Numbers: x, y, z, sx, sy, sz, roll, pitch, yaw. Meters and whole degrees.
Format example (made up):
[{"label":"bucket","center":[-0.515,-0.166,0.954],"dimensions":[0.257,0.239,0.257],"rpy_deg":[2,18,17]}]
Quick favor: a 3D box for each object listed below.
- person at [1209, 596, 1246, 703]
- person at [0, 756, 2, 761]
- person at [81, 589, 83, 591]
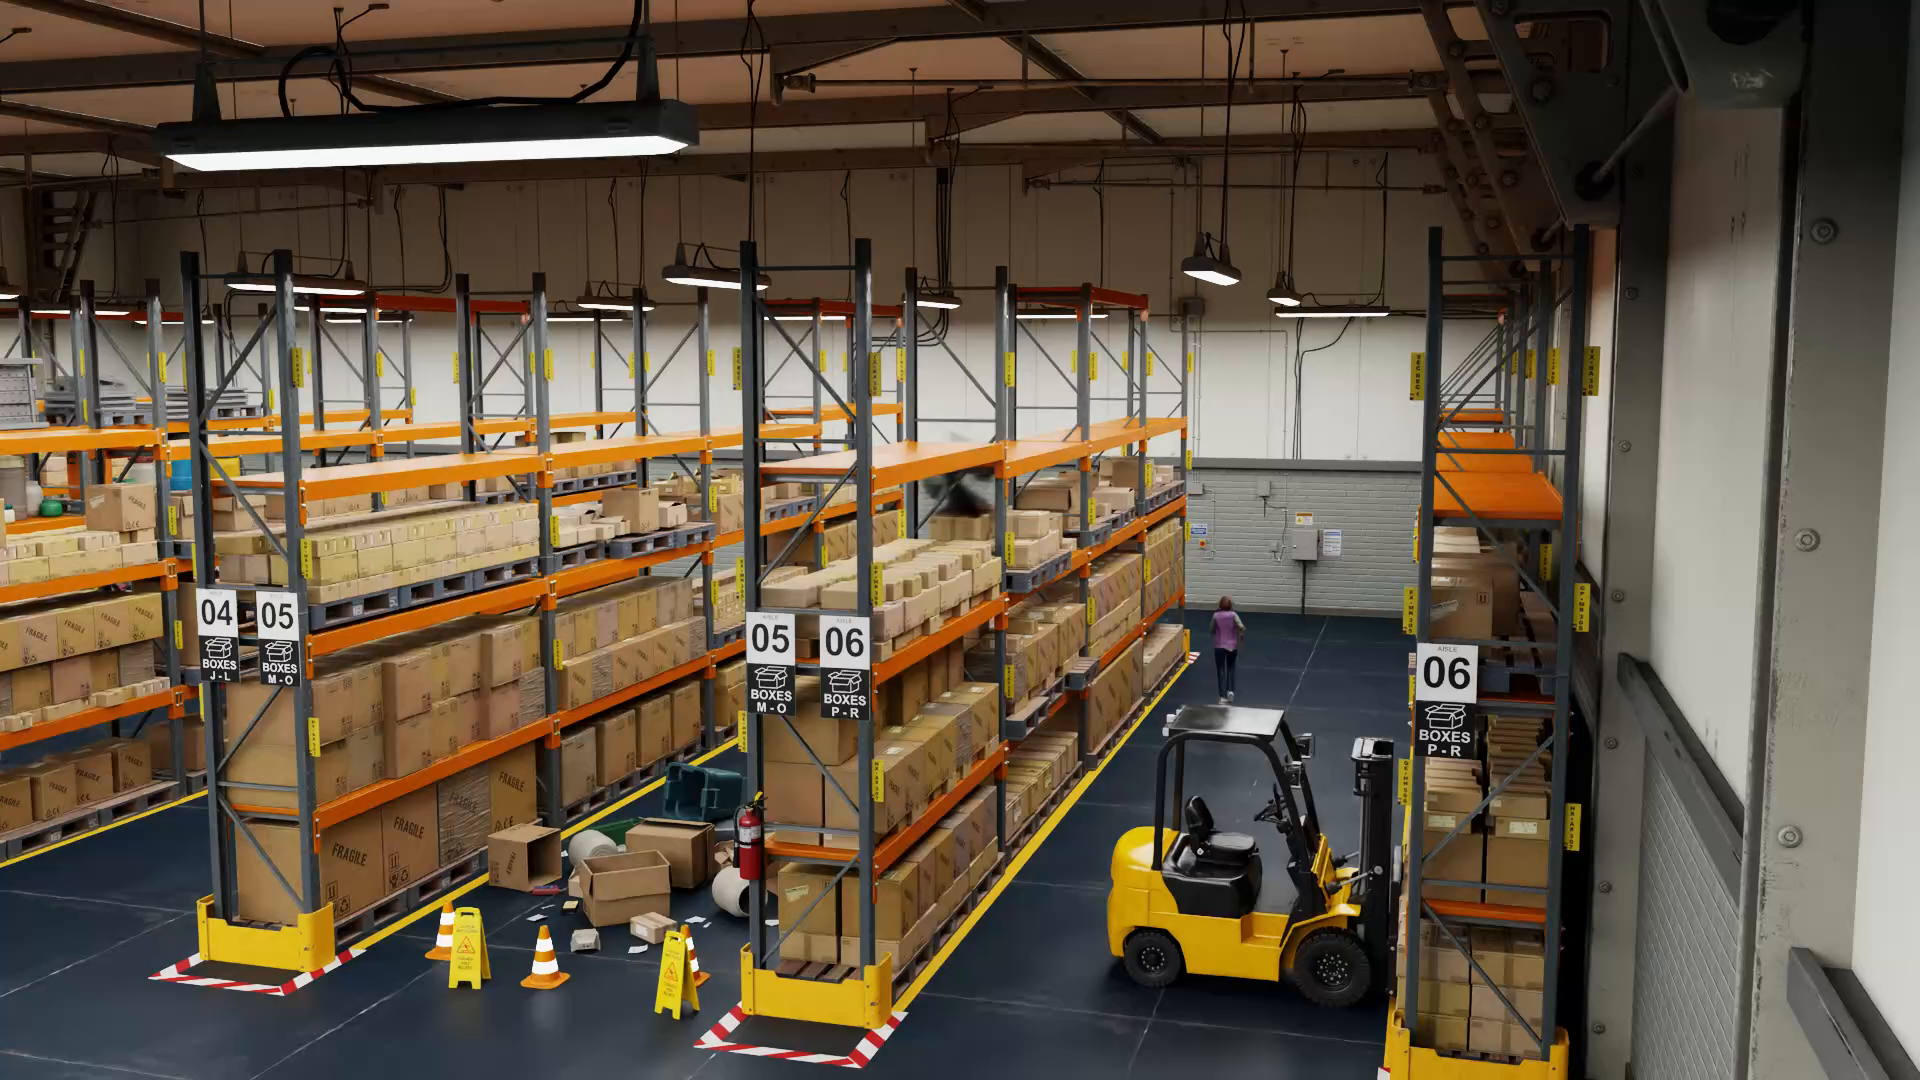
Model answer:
[{"label":"person","center":[3.928,1.632,24.509],"dimensions":[0.503,1.639,0.703],"rpy_deg":[0,6,4]},{"label":"person","center":[-11.696,2.047,19.738],"dimensions":[0.681,1.775,0.982],"rpy_deg":[0,6,2]},{"label":"person","center":[-14.816,1.061,28.482],"dimensions":[0.659,1.774,1.002],"rpy_deg":[1,6,6]}]
